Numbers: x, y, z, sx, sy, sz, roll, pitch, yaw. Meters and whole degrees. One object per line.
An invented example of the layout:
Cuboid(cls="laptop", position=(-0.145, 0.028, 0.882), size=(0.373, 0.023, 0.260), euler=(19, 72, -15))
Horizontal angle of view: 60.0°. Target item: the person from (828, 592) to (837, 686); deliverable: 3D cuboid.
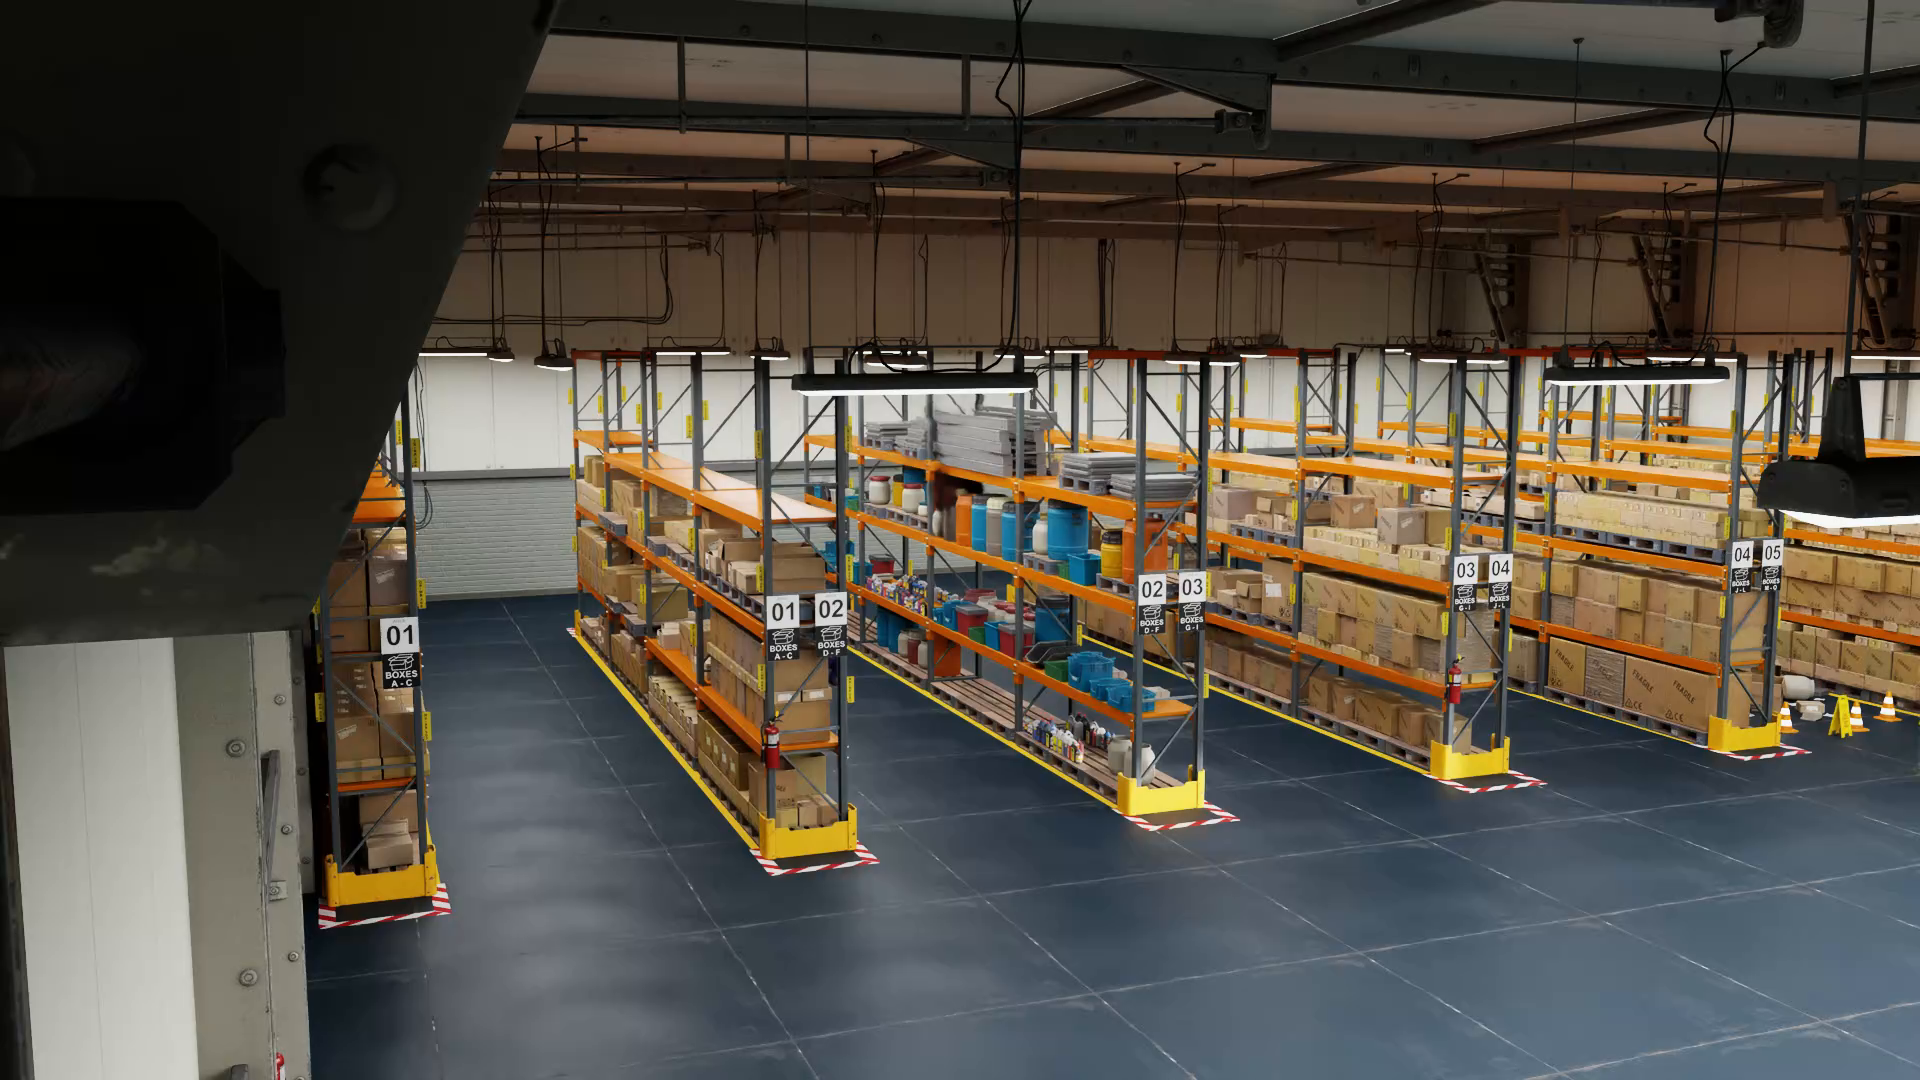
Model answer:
Cuboid(cls="person", position=(-2.176, 1.707, 28.533), size=(0.608, 1.612, 0.501), euler=(-5, 9, -33))
